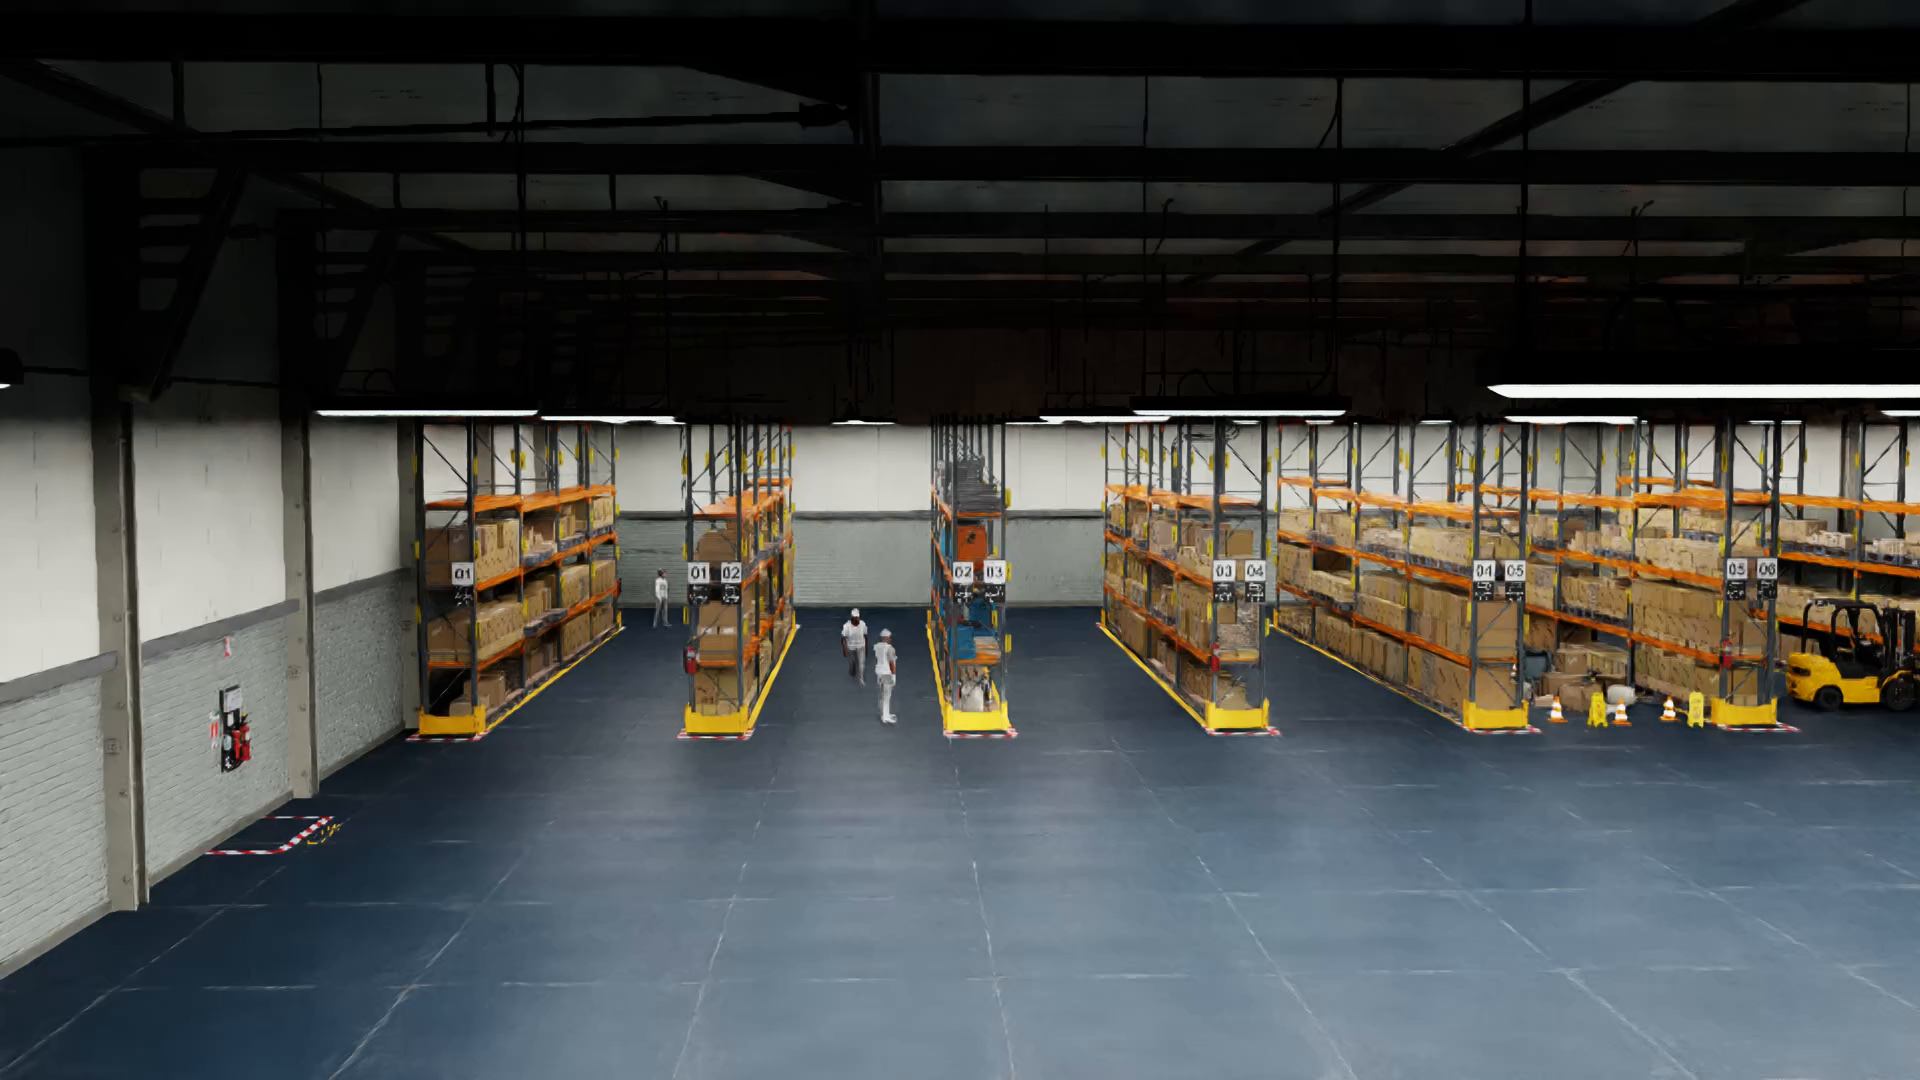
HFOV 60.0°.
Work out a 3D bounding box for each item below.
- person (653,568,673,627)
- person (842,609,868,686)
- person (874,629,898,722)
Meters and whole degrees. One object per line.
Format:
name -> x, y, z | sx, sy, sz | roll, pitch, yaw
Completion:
person -> -8.538, 1.644, 47.583 | 0.445, 1.676, 0.566 | 1, 4, 21
person -> -2.325, 2.358, 36.806 | 0.582, 1.683, 1.113 | 0, 4, -5
person -> -1.411, 2.612, 32.349 | 0.456, 1.786, 0.620 | -3, 5, -33
